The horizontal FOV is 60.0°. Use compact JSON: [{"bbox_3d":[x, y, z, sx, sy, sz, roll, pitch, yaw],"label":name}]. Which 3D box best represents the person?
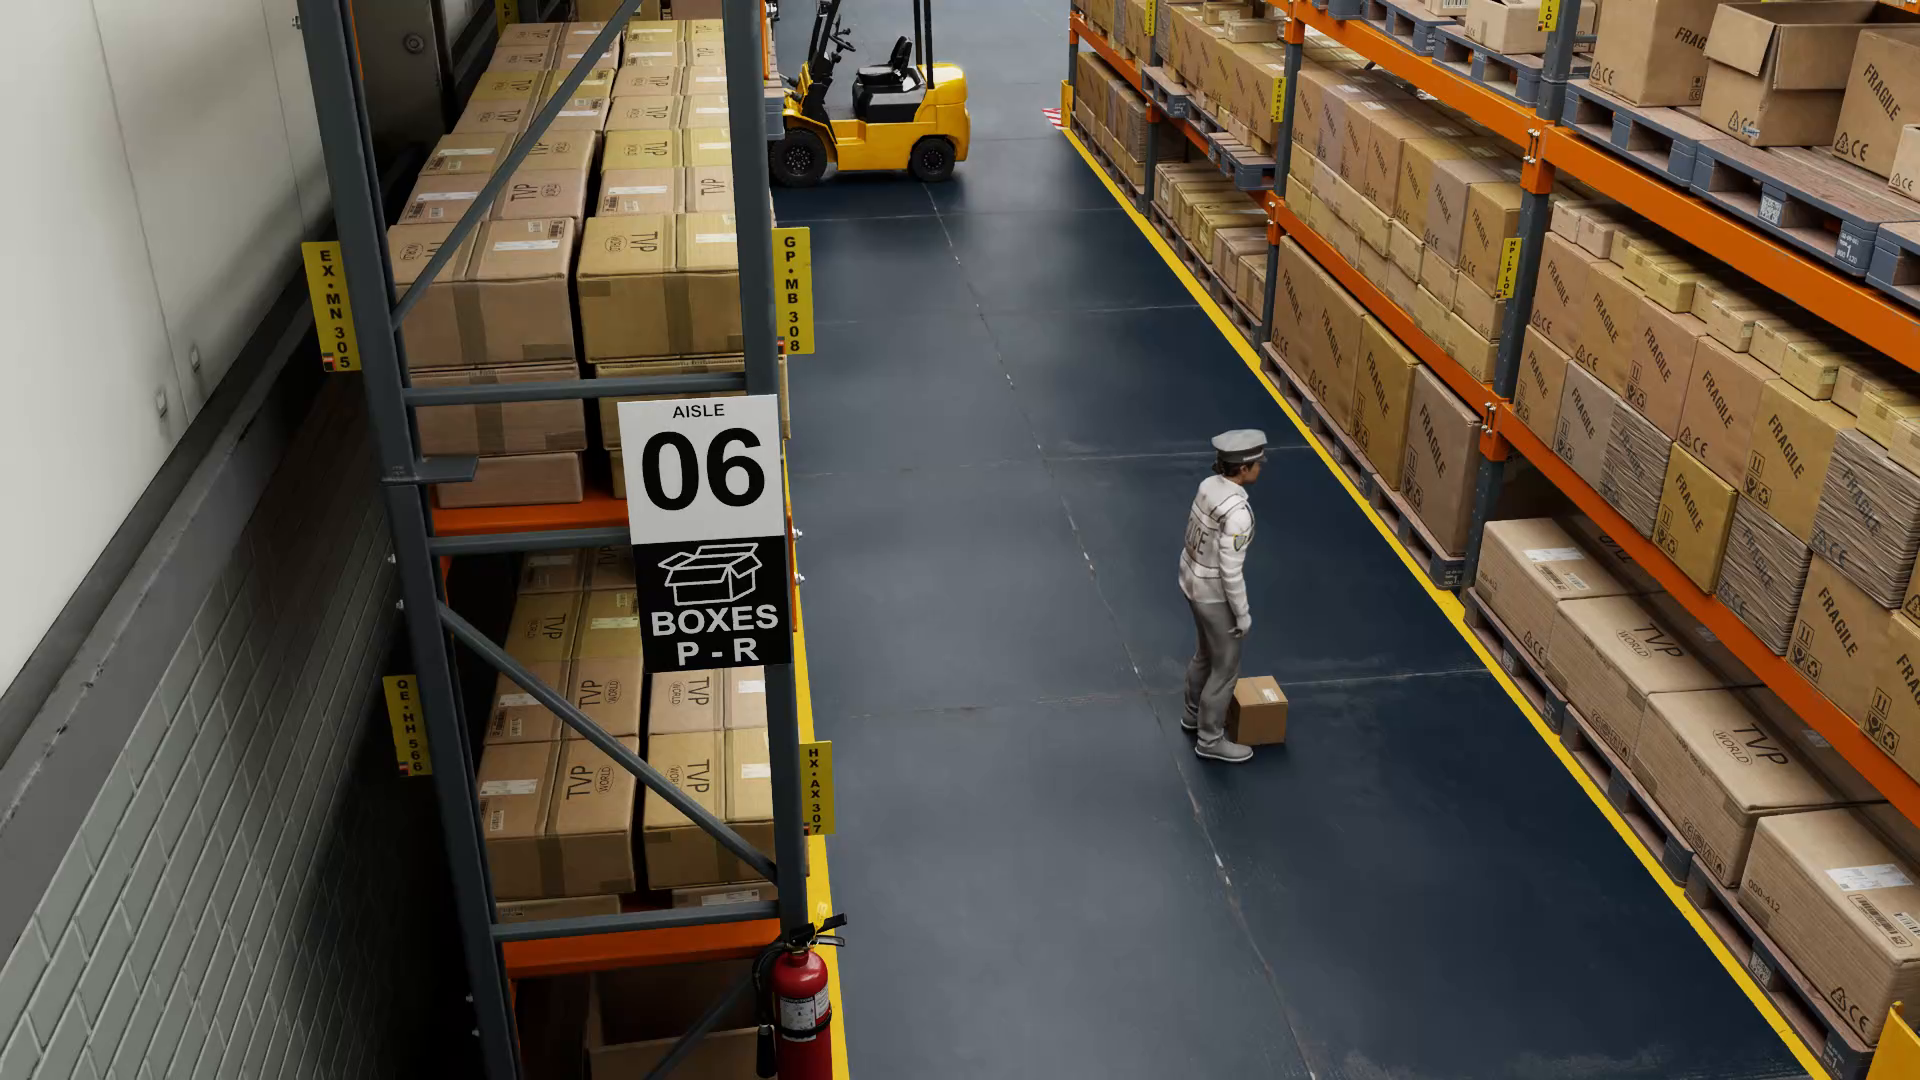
[{"bbox_3d":[1.281,0.275,8.080,0.356,1.665,0.461,-5,28,-9],"label":"person"}]
